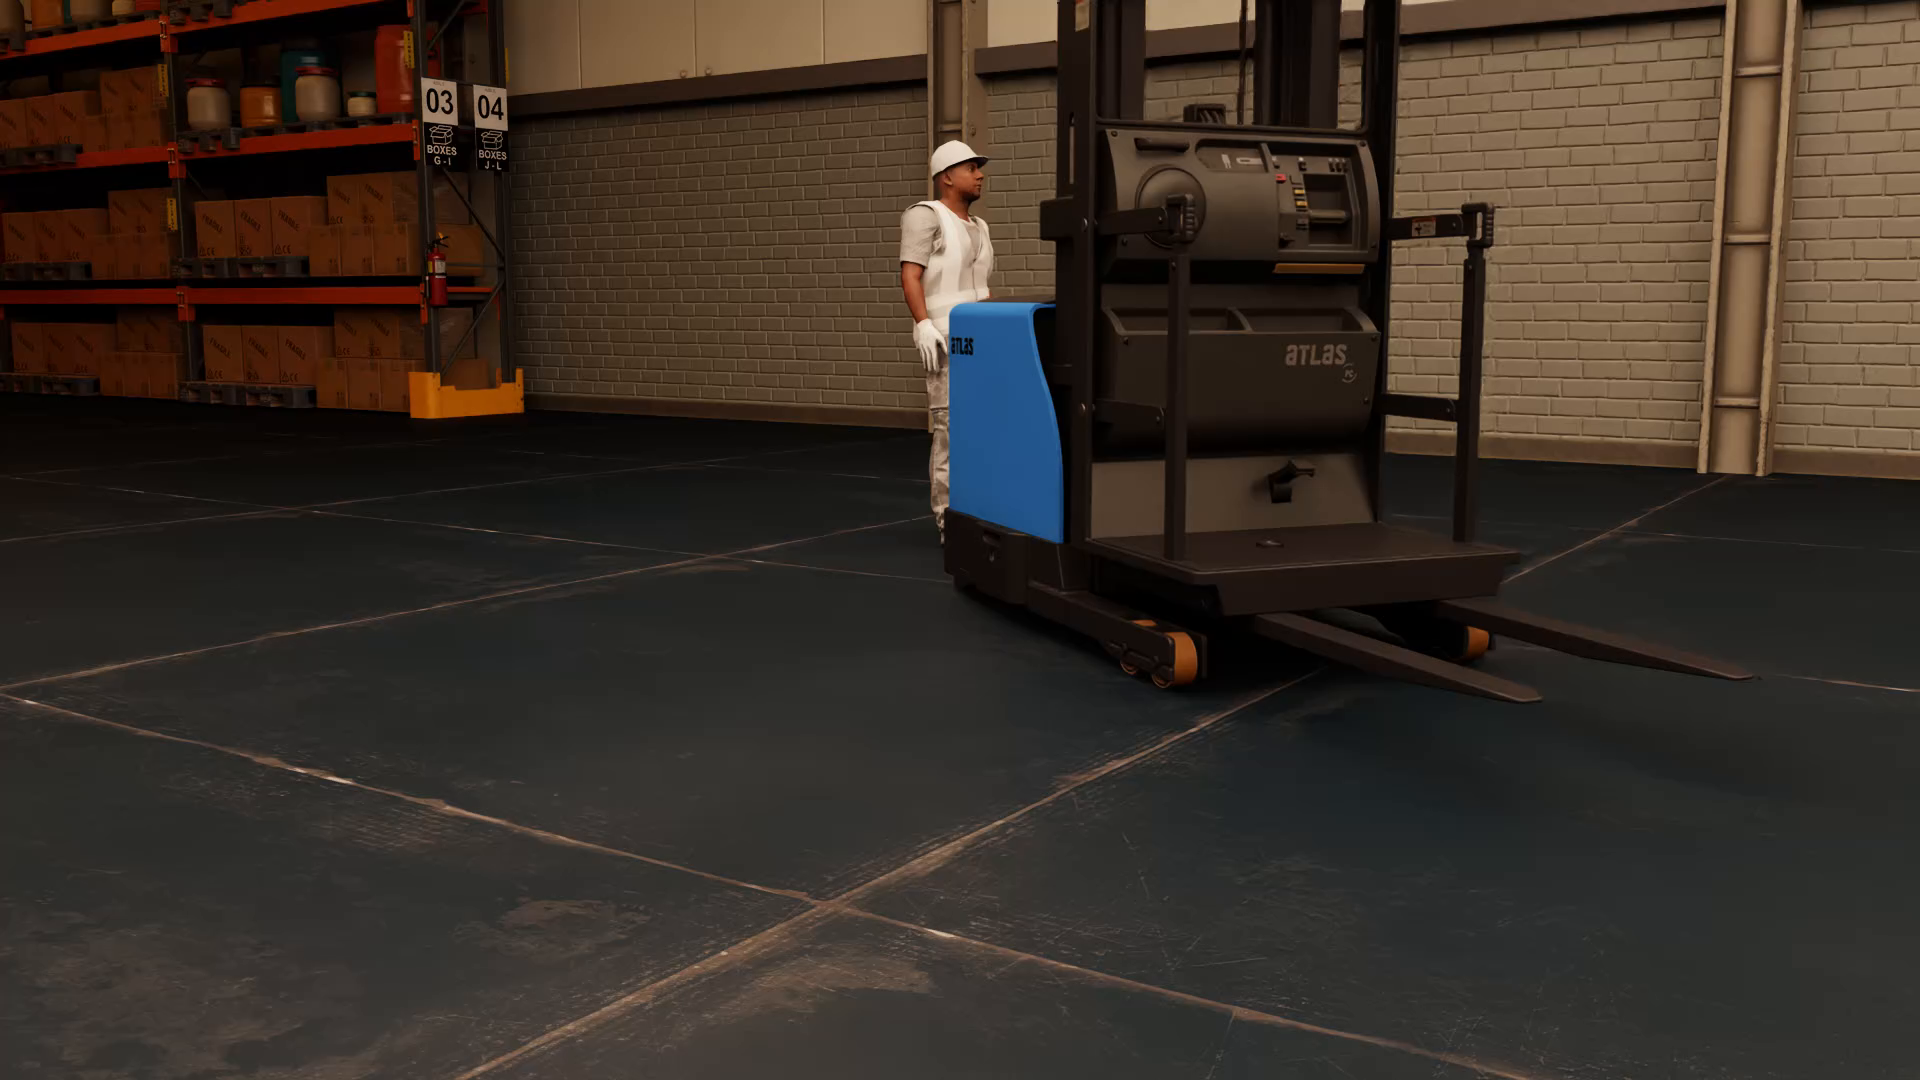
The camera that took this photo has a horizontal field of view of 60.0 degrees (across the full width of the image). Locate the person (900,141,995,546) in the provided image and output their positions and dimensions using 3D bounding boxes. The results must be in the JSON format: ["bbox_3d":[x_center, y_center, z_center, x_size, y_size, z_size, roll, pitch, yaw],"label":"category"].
[{"bbox_3d":[0.055,-0.883,7.431,0.577,1.781,0.656,5,10,34],"label":"person"}]

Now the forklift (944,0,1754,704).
[{"bbox_3d":[0.958,-1.098,4.917,1.130,2.935,3.031,-3,9,-22],"label":"forklift"}]
